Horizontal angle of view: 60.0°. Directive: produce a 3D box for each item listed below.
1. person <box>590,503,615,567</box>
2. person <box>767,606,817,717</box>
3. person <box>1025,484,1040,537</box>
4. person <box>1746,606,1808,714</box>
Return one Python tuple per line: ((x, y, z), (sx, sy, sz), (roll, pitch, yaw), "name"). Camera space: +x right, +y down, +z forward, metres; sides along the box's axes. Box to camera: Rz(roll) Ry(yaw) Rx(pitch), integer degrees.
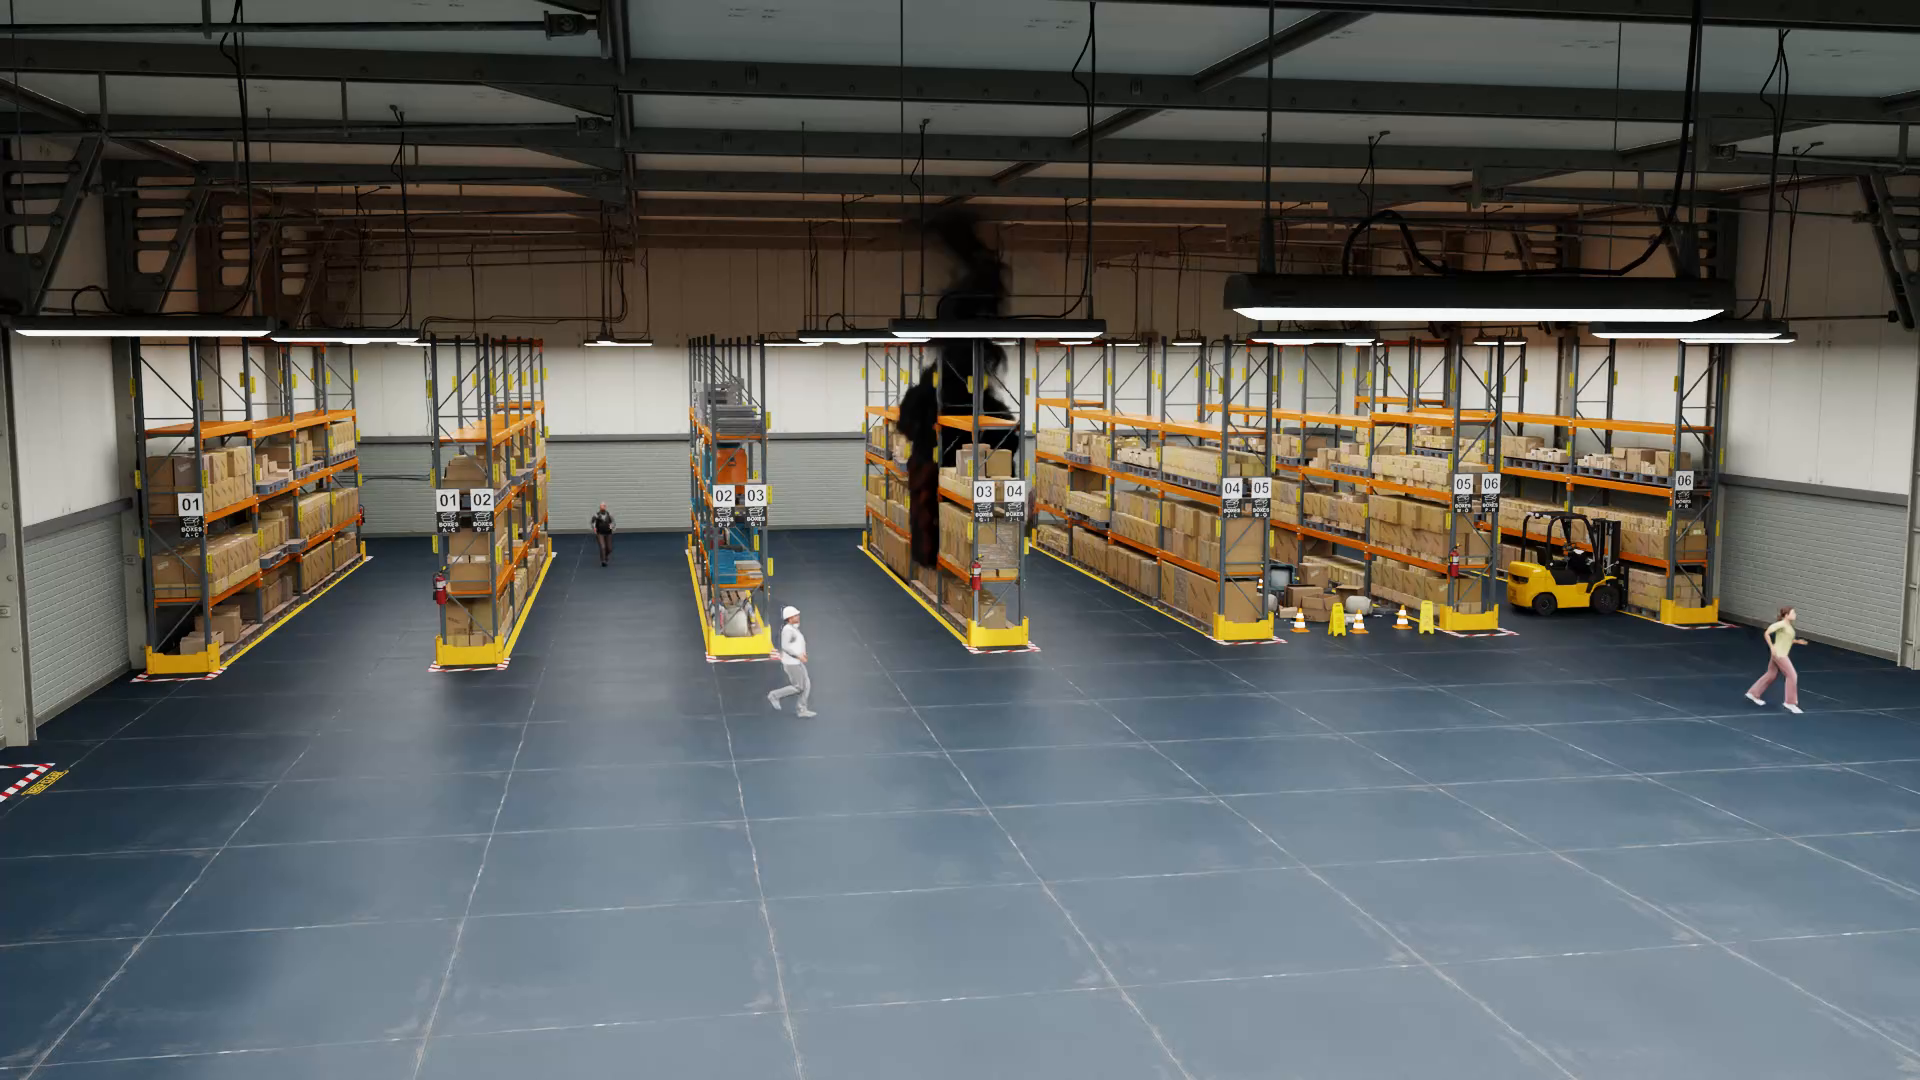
((-9.442, -0.150, 44.005), (0.666, 1.683, 0.753), (-3, 7, -23), "person")
((-2.617, 1.897, 25.884), (0.762, 1.738, 0.675), (0, 7, 2), "person")
((2.221, -0.857, 49.738), (0.950, 1.759, 0.766), (-3, 7, -23), "person")
((13.000, 1.876, 26.457), (0.856, 1.706, 0.507), (4, 8, 32), "person")
